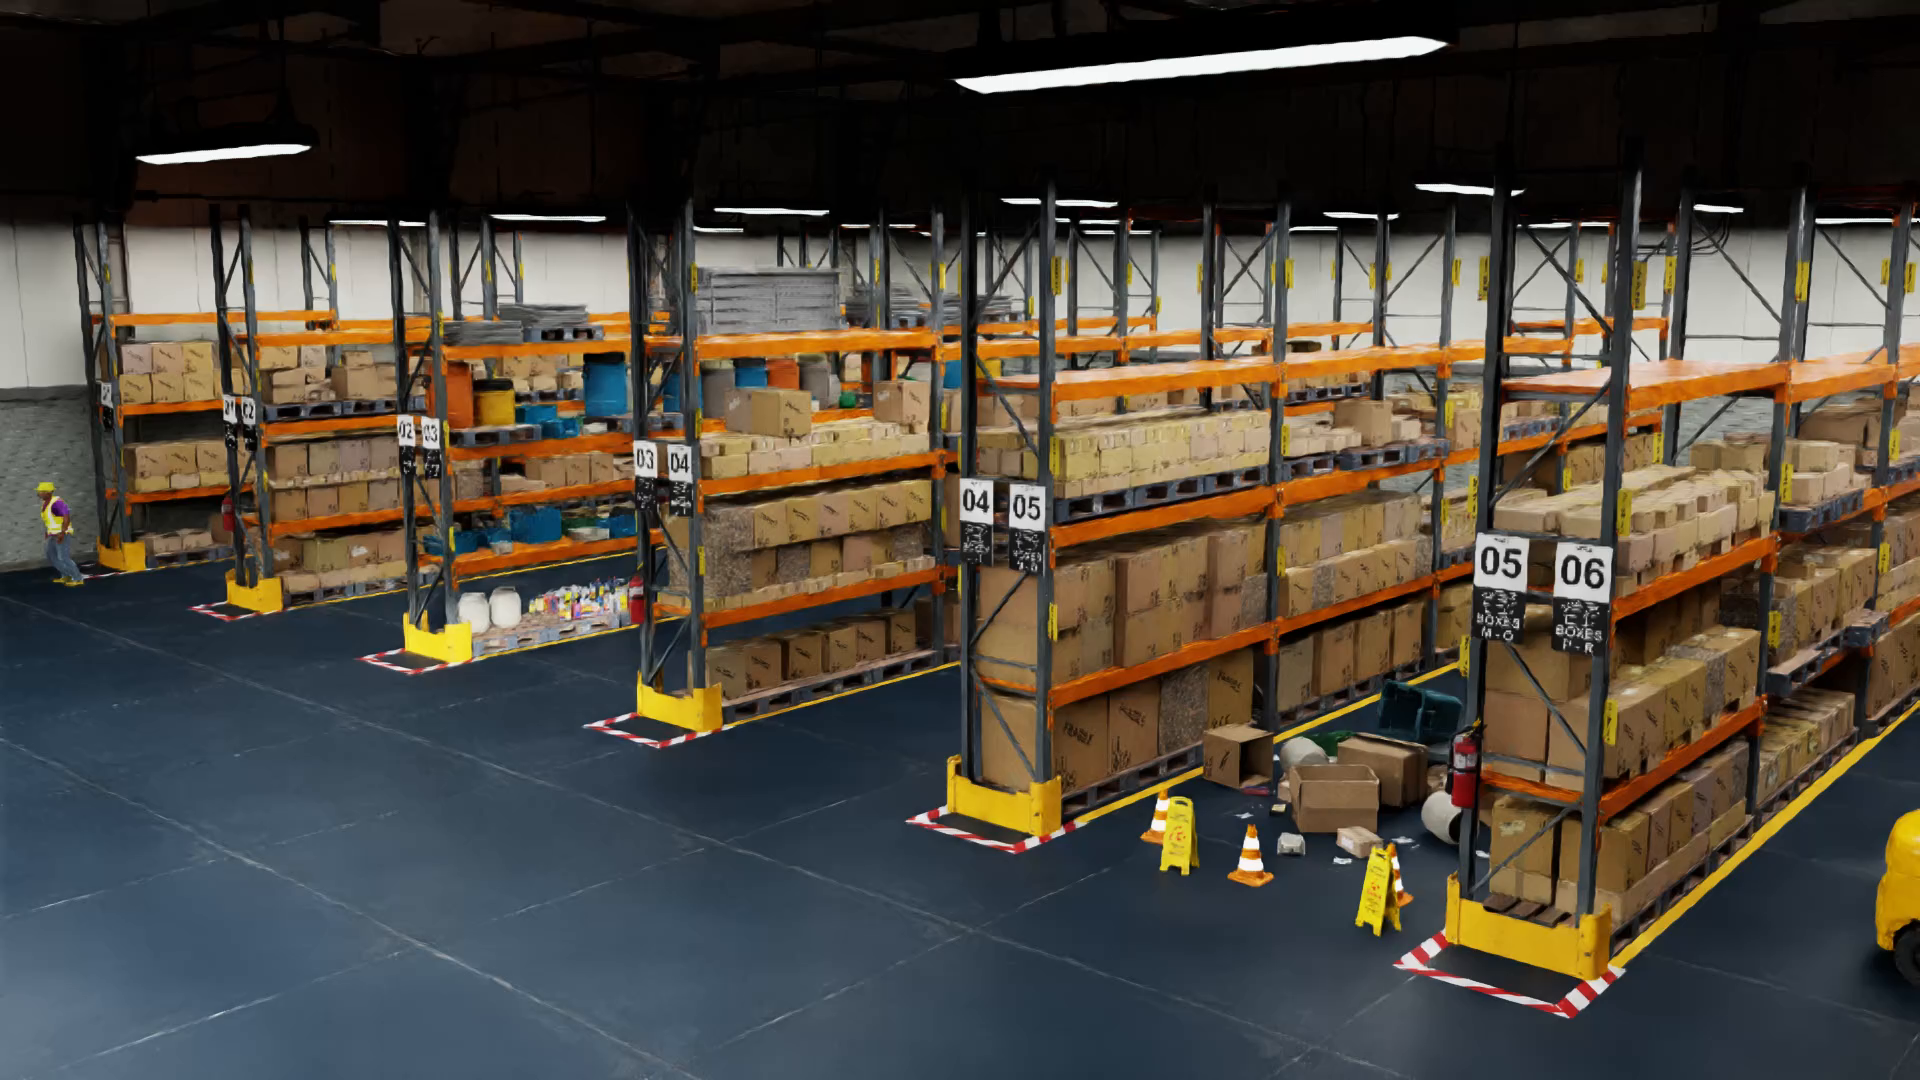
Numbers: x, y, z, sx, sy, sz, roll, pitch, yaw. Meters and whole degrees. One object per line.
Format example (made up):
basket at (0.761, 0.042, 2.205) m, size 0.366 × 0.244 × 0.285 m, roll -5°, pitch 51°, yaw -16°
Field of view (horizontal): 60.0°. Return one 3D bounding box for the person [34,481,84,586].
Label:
person at (-14.518, -0.103, 26.758) m, size 0.719 × 1.714 × 0.578 m, roll 8°, pitch 12°, yaw 39°

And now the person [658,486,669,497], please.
person at (-6.213, -1.422, 34.889) m, size 0.458 × 1.612 × 1.019 m, roll 8°, pitch 12°, yaw 39°

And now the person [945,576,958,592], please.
person at (-0.060, -0.126, 24.878) m, size 0.631 × 1.781 × 0.556 m, roll -3°, pitch 10°, yaw -18°
